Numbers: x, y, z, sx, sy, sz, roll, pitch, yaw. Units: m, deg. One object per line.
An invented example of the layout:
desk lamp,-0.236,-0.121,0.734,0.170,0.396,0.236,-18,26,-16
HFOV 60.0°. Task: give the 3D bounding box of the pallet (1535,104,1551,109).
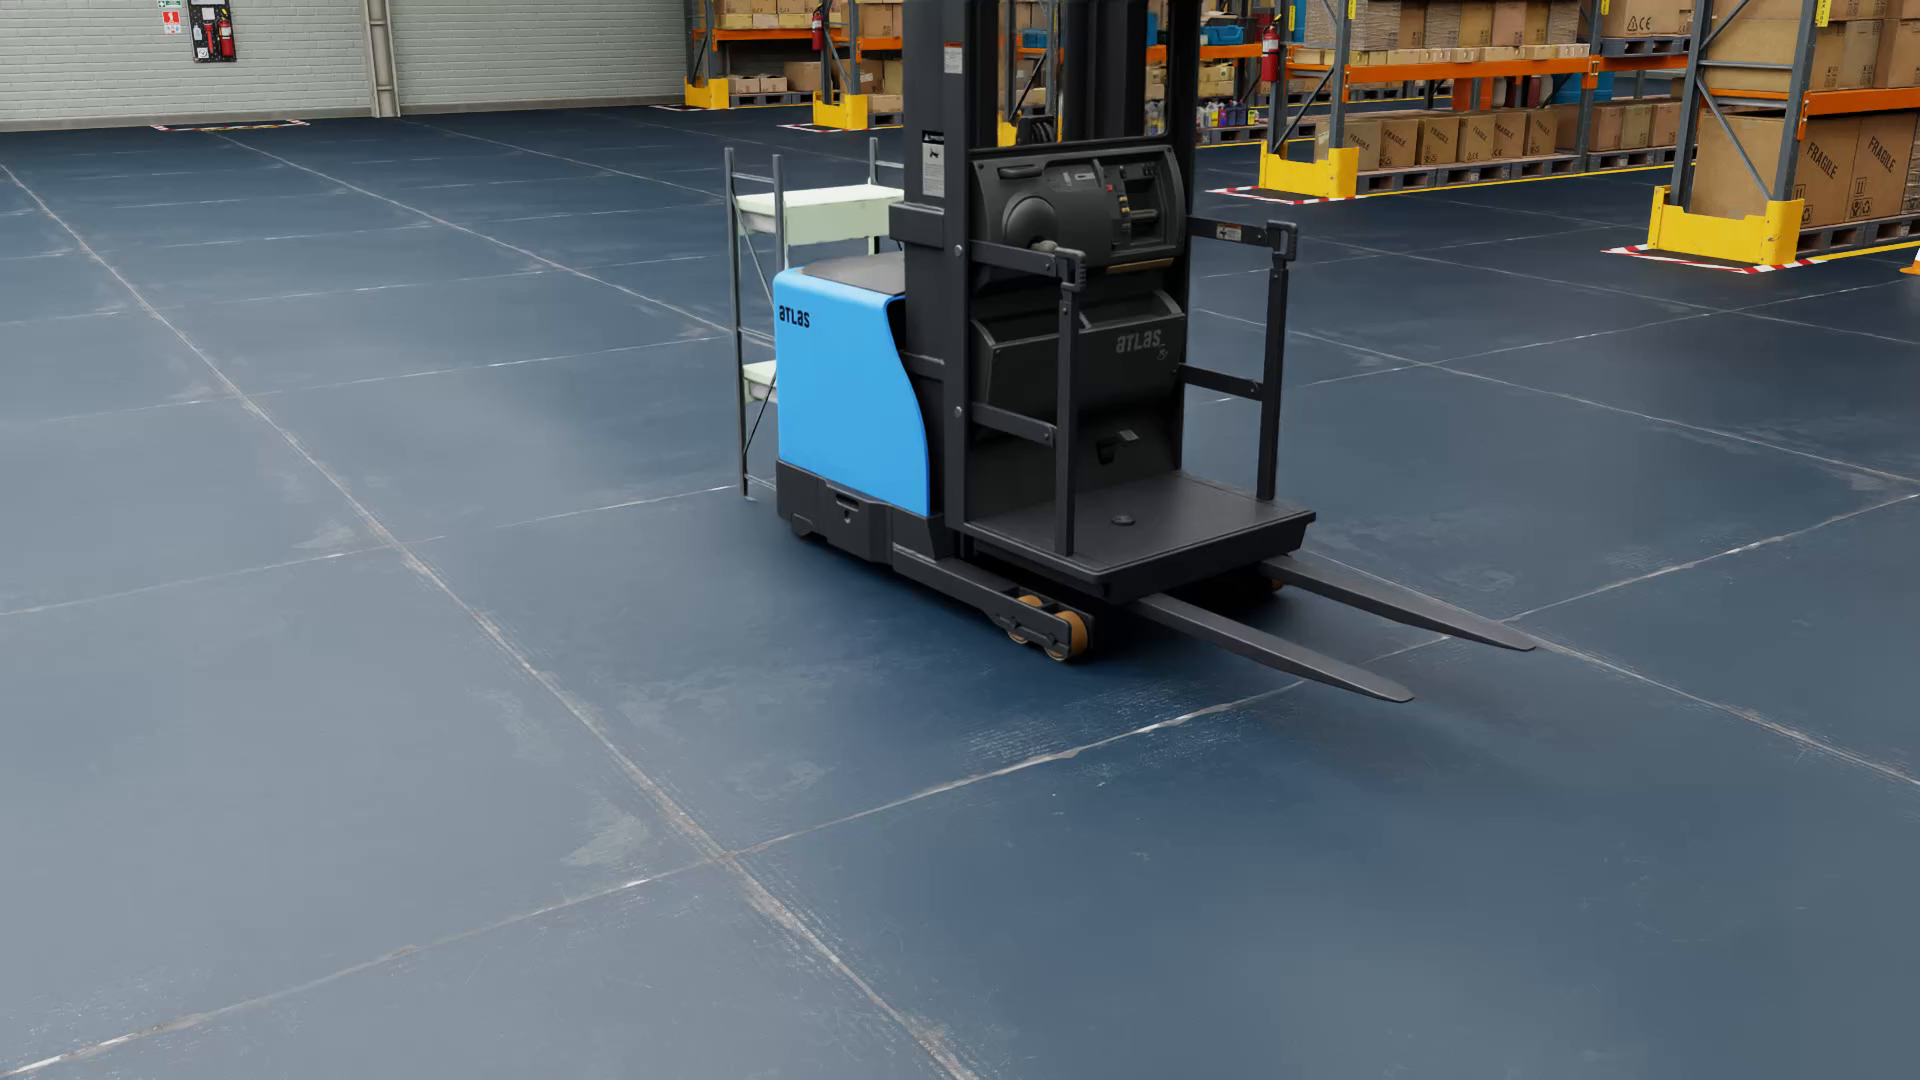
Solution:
pallet,9.238,-6.899,26.821,1.213,0.211,1.003,-12,22,-31

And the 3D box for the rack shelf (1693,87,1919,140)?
rack shelf,7.941,-3.789,14.392,4.000,0.370,1.077,-12,22,-31

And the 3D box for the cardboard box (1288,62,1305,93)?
cardboard box,5.835,-8.303,29.838,0.500,0.500,0.500,-13,23,-33

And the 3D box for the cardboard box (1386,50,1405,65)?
cardboard box,4.433,-5.068,17.445,0.250,0.149,0.380,-12,22,-31

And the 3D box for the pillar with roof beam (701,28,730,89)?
pillar with roof beam,-2.069,-11.142,25.651,0.400,9.000,9.100,-12,22,-31

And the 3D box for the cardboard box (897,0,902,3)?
cardboard box,-0.943,-8.229,25.234,0.250,0.149,0.380,-12,22,-31

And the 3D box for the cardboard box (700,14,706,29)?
cardboard box,-4.261,-9.169,29.387,0.500,0.250,0.500,-12,22,-31

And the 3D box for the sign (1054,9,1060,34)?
sign,1.202,-6.430,20.649,0.005,0.325,0.100,-12,22,-31

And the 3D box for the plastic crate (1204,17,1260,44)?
plastic crate,3.737,-7.064,23.052,0.504,0.338,0.767,-12,22,-31

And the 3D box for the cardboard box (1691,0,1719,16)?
cardboard box,9.469,-6.547,20.614,0.500,0.500,0.700,-8,20,-23

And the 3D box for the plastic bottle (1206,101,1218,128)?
plastic bottle,3.435,-5.824,22.737,0.185,0.351,0.144,-12,22,-32

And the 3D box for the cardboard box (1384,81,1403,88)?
cardboard box,7.950,-8.747,31.150,0.500,0.500,0.500,-12,22,-32

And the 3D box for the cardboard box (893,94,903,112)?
cardboard box,-0.832,-6.793,25.792,0.500,0.250,0.500,-12,22,-31

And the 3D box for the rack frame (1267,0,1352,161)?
rack frame,3.628,-5.122,17.212,0.127,3.000,1.000,-12,22,-31

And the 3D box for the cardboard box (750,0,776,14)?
cardboard box,-3.563,-9.479,29.130,0.500,0.500,0.500,-12,22,-31

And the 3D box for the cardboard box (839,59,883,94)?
cardboard box,-1.533,-7.198,25.819,0.500,0.500,0.500,-12,22,-31

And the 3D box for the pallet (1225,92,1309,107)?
pallet,5.508,-7.982,30.025,1.213,0.211,1.003,-12,22,-31

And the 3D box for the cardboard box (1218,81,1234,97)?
cardboard box,4.559,-7.920,29.126,0.500,0.250,0.500,-11,22,-30

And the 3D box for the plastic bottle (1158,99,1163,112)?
plastic bottle,2.829,-5.966,23.156,0.185,0.351,0.144,-12,22,-32

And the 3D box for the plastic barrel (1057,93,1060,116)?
plastic barrel,1.411,-5.604,21.865,0.421,0.512,0.421,0,19,0

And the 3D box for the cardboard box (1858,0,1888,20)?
cardboard box,7.011,-4.537,13.560,0.550,0.550,0.875,-12,22,-31

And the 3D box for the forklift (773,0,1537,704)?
forklift,0.562,-1.164,5.613,1.130,2.935,3.031,-14,23,-36

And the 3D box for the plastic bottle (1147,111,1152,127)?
plastic bottle,2.622,-5.802,22.905,0.097,0.201,0.097,0,19,0

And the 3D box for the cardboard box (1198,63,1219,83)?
cardboard box,4.131,-8.092,28.759,0.500,0.311,0.500,-12,22,-32

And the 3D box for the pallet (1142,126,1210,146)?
pallet,2.641,-5.507,22.705,1.213,0.211,1.003,-12,22,-31

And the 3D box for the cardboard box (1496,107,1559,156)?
cardboard box,6.612,-4.782,19.452,0.500,0.500,0.500,-13,22,-33

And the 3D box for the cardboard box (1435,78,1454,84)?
cardboard box,9.391,-8.923,32.193,0.250,0.166,0.380,-12,22,-31

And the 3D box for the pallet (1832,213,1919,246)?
pallet,7.914,-2.832,14.792,1.213,0.211,1.003,-12,22,-31

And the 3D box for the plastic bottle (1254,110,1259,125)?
plastic bottle,4.113,-5.887,23.157,0.097,0.201,0.097,0,19,0

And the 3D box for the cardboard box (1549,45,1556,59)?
cardboard box,6.495,-5.522,18.786,0.250,0.149,0.380,-12,22,-31

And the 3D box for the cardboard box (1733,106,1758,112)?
cardboard box,9.760,-5.432,21.345,0.500,0.500,0.700,-13,23,-34

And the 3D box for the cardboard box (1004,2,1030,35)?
cardboard box,0.719,-8.350,26.604,0.500,0.500,0.700,-12,22,-32

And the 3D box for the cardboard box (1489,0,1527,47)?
cardboard box,5.759,-5.759,18.474,0.500,0.500,0.875,-12,22,-31

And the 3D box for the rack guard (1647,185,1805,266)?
rack guard,6.251,-2.589,13.623,0.348,0.500,1.175,-12,22,-31

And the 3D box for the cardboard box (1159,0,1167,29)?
cardboard box,3.471,-8.929,28.317,0.500,0.500,0.500,-13,23,-34

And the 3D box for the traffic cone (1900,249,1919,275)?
traffic cone,7.496,-2.290,12.794,0.334,0.463,0.336,-12,22,-31

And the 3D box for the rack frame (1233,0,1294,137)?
rack frame,4.244,-7.151,23.215,0.127,3.000,1.000,-12,22,-31

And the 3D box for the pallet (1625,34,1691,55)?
pallet,8.678,-6.081,20.347,1.213,0.211,1.003,-12,22,-31

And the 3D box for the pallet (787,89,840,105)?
pallet,-2.766,-8.136,30.482,1.213,0.211,1.003,-12,22,-31

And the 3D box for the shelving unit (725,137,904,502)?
shelving unit,-0.547,-0.925,7.138,0.755,1.500,0.431,-14,23,-36

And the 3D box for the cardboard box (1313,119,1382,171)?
cardboard box,4.158,-4.242,17.857,0.500,0.500,0.500,-8,20,-21

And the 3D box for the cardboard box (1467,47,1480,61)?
cardboard box,5.439,-5.307,18.152,0.250,0.149,0.380,-12,22,-31

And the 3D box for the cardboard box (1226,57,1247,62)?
cardboard box,6.158,-10.330,35.863,0.500,0.500,0.700,-12,22,-31

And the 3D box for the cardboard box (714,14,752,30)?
cardboard box,-3.963,-9.036,28.993,0.500,0.250,0.500,-13,22,-33

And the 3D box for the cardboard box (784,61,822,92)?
cardboard box,-2.801,-8.435,30.228,0.500,0.500,0.700,-14,23,-35

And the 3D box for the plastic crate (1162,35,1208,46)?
plastic crate,3.027,-6.673,22.210,0.437,0.136,0.530,-12,22,-31

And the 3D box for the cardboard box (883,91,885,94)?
cardboard box,-1.121,-6.934,26.208,0.500,0.250,0.500,-12,22,-31

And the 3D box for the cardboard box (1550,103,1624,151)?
cardboard box,7.493,-4.953,19.929,0.500,0.500,0.700,-14,23,-36

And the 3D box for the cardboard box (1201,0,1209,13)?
cardboard box,4.809,-11.167,34.441,0.500,0.500,0.500,-12,22,-31

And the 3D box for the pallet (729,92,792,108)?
pallet,-3.784,-7.923,29.850,1.213,0.211,1.003,-12,22,-31

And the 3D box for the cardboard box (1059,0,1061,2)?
cardboard box,1.414,-8.726,26.705,0.250,0.149,0.380,-12,22,-31

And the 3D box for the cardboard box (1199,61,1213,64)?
cardboard box,4.265,-8.330,29.462,0.500,0.311,0.500,-11,22,-30

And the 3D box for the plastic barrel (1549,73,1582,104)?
plastic barrel,9.871,-7.549,27.013,0.708,0.901,0.600,-12,22,-31
